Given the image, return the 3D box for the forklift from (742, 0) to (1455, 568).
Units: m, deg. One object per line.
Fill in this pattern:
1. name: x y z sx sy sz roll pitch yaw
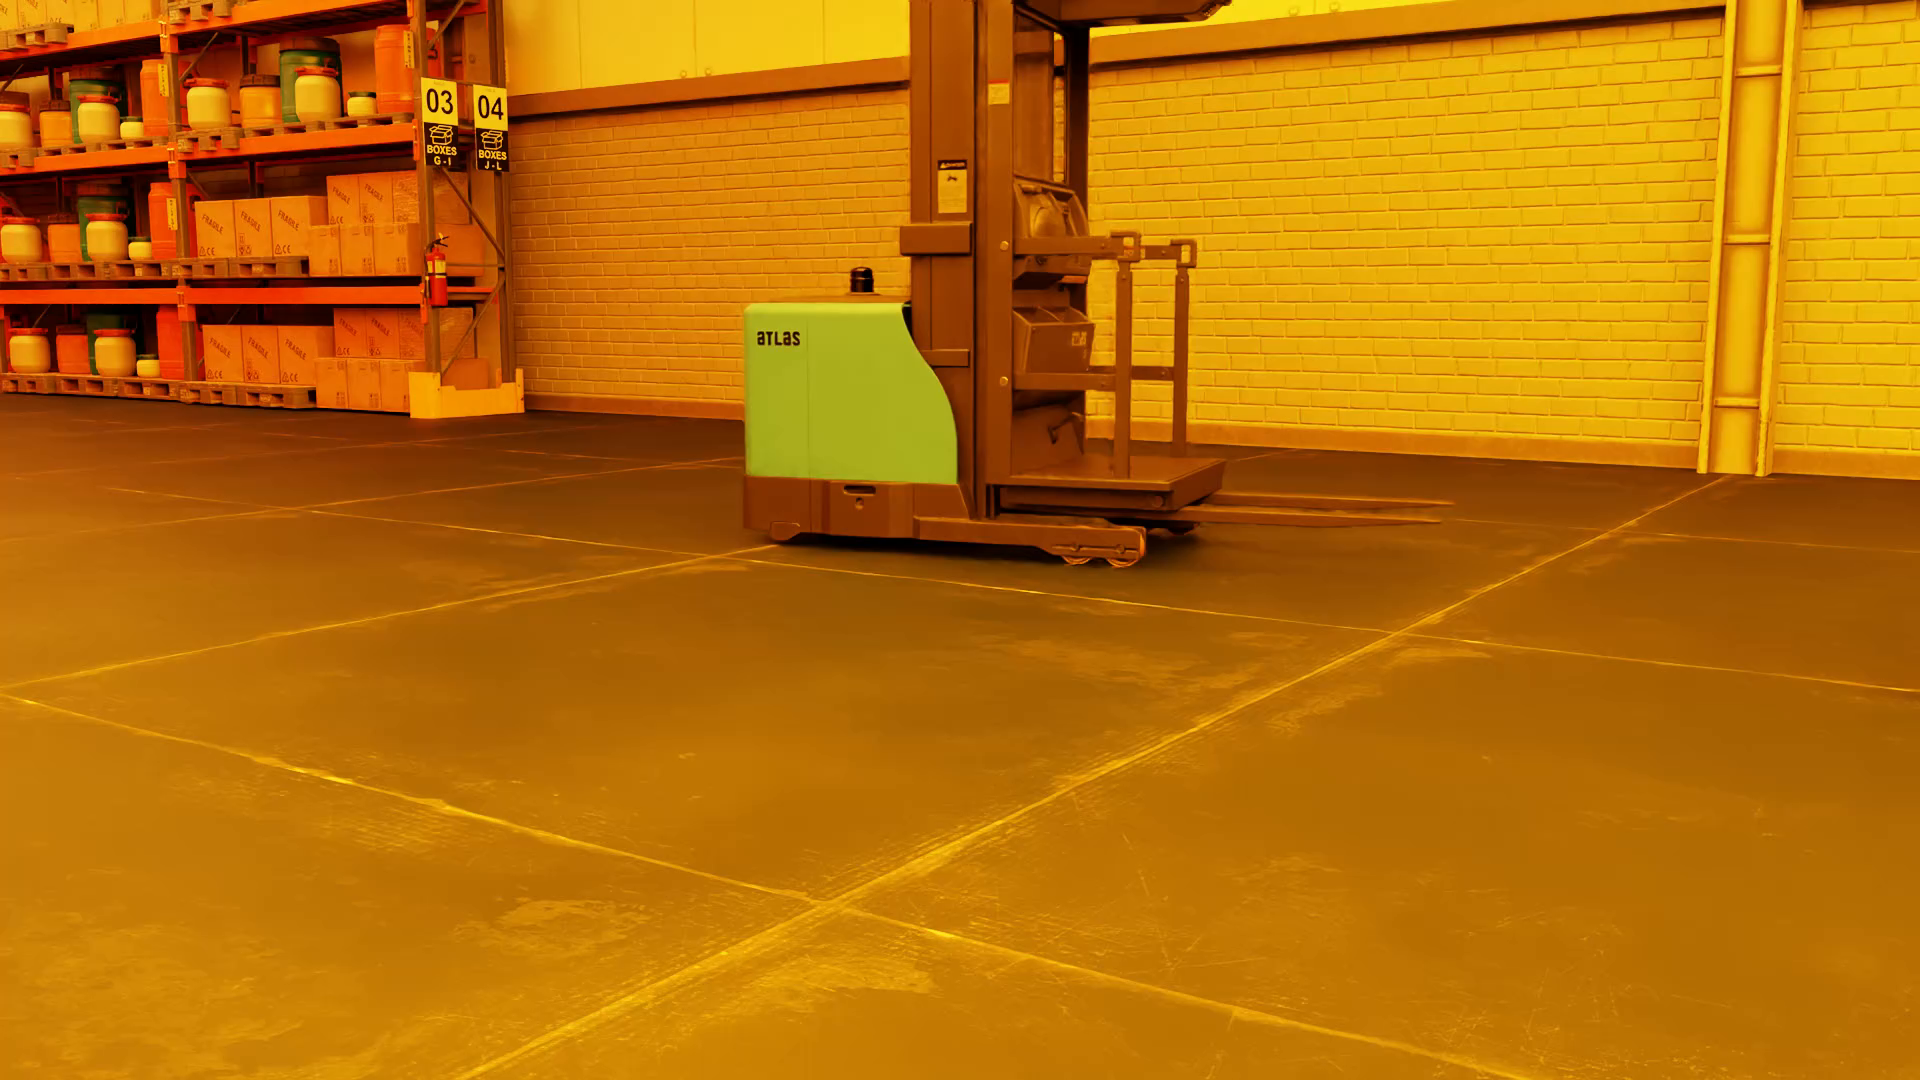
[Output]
1. forklift: 0.591 -1.422 7.193 3.031 2.935 1.130 3 9 21
